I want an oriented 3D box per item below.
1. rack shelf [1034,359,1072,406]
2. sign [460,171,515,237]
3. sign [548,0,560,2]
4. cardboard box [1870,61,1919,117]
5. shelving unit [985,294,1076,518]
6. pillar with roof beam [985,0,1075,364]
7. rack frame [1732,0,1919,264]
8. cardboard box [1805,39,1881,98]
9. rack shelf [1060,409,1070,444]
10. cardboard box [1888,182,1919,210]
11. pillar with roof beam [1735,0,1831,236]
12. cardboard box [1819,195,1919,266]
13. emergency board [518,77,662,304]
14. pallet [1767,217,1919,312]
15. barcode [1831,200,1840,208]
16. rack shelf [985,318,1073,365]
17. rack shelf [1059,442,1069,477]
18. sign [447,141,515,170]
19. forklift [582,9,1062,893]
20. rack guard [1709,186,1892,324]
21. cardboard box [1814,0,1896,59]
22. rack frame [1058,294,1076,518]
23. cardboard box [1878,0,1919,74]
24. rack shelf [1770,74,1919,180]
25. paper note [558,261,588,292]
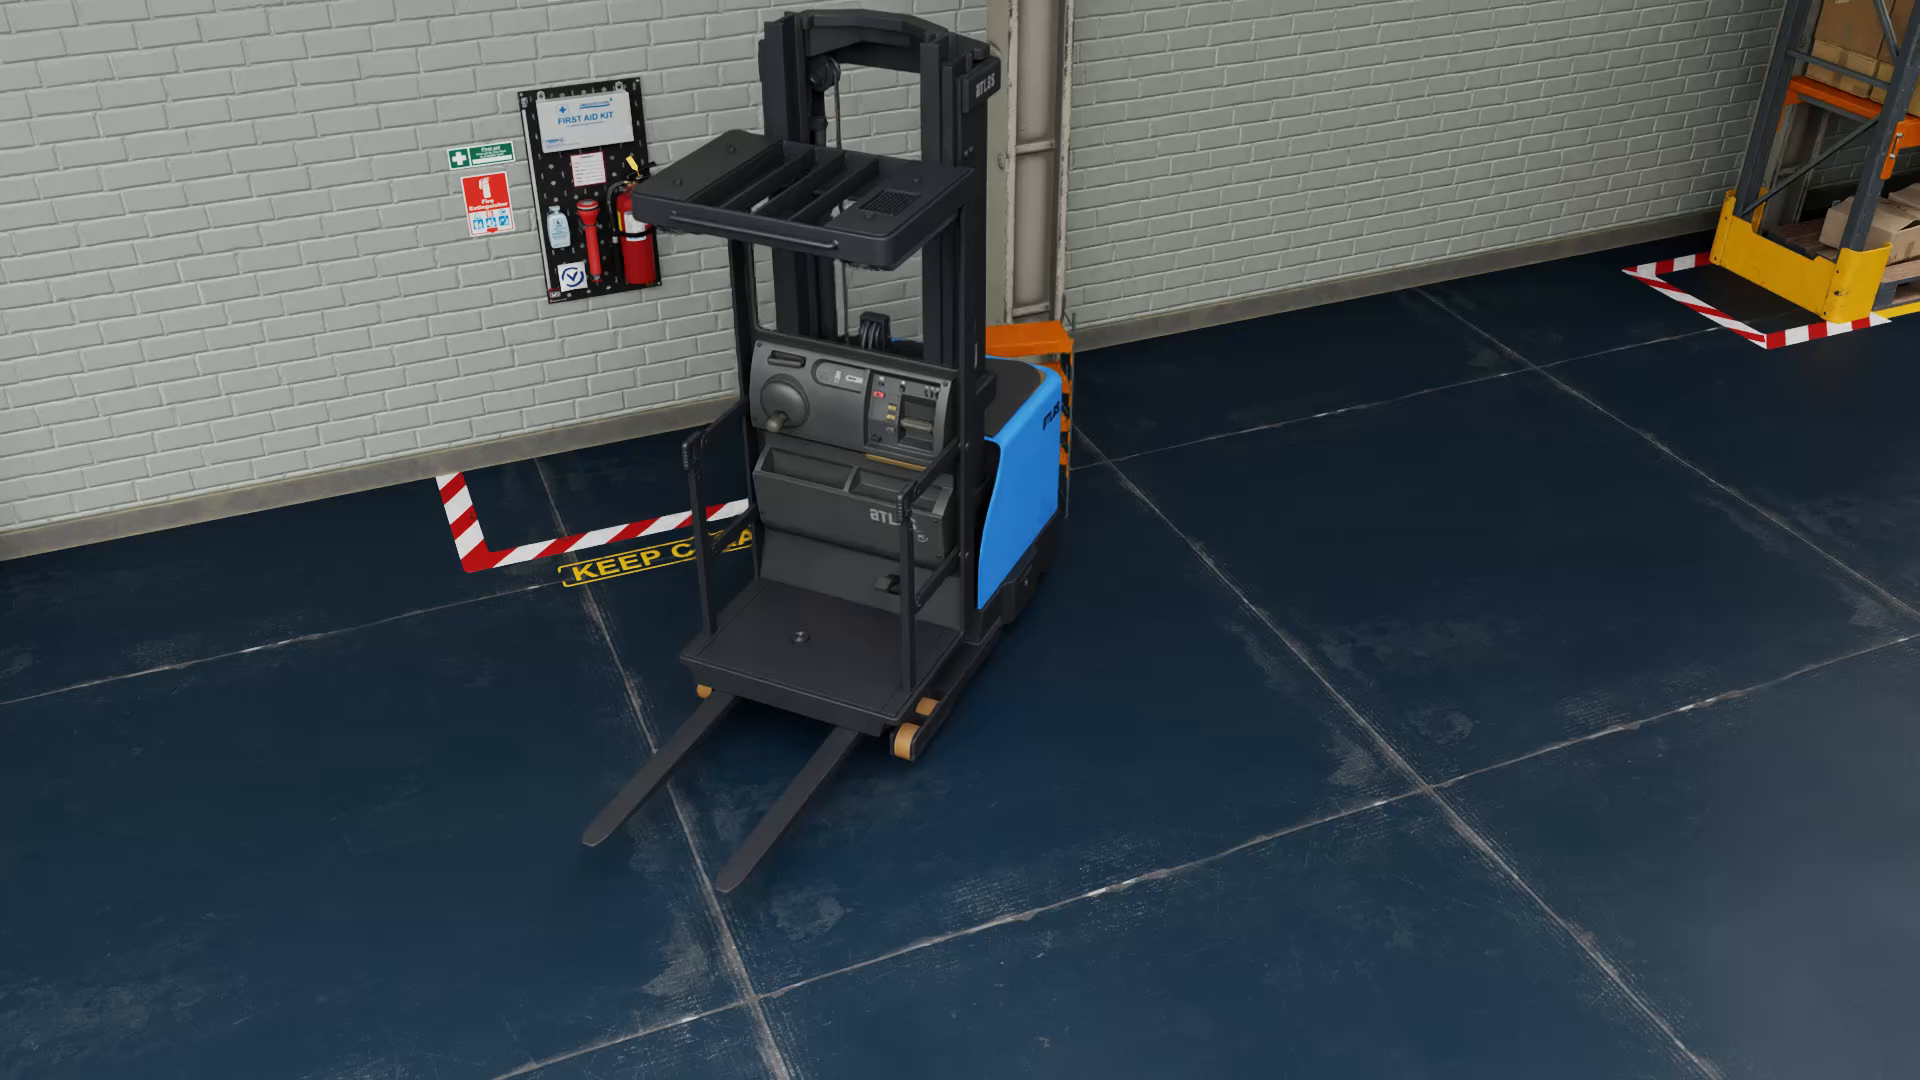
[{"bbox_3d":[0.310,-0.791,8.578,0.480,0.148,0.258,-6,34,-9],"label":"rack shelf"},{"bbox_3d":[-2.455,-1.748,8.653,0.234,0.329,0.001,-13,35,-19],"label":"sign"},{"bbox_3d":[-1.952,-2.818,8.205,0.199,0.298,0.001,-13,35,-19],"label":"sign"},{"bbox_3d":[6.182,-2.873,10.534,0.500,0.250,0.500,-14,36,-20],"label":"cardboard box"},{"bbox_3d":[0.310,-0.659,8.663,0.503,1.200,0.258,-6,34,-9],"label":"shelving unit"},{"bbox_3d":[2.054,-2.650,4.572,0.400,9.000,9.100,-13,35,-19],"label":"pillar with roof beam"},{"bbox_3d":[5.609,-2.984,10.586,0.127,3.000,1.000,-13,35,-19],"label":"rack frame"},{"bbox_3d":[5.965,-3.126,10.923,0.500,0.250,0.500,-12,35,-18],"label":"cardboard box"},{"bbox_3d":[0.310,-0.603,8.700,0.480,0.148,0.258,-6,34,-9],"label":"rack shelf"},{"bbox_3d":[6.808,-2.263,11.539,0.500,0.311,0.500,-10,34,-15],"label":"cardboard box"},{"bbox_3d":[7.586,-3.917,6.519,0.400,9.000,9.100,-13,35,-19],"label":"pillar with roof beam"},{"bbox_3d":[6.282,-2.142,11.354,0.500,0.311,0.500,-17,37,-24],"label":"cardboard box"},{"bbox_3d":[-1.906,-1.798,8.762,0.643,1.169,0.194,-13,35,-19],"label":"emergency board"},{"bbox_3d":[6.442,-1.985,11.608,1.213,0.211,1.003,-13,35,-19],"label":"pallet"},{"bbox_3d":[6.144,-2.351,11.667,0.075,0.075,0.001,-13,35,-19],"label":"barcode"},{"bbox_3d":[0.310,-0.989,8.449,0.480,0.148,0.258,-6,34,-9],"label":"rack shelf"},{"bbox_3d":[0.310,-0.437,8.808,0.480,0.148,0.258,-6,34,-9],"label":"rack shelf"},{"bbox_3d":[-2.448,-1.966,8.503,0.331,0.109,0.001,-13,35,-19],"label":"sign"},{"bbox_3d":[-0.558,-0.534,6.883,1.130,2.935,3.031,14,36,20],"label":"forklift"},{"bbox_3d":[5.679,-1.953,11.292,0.348,0.500,1.175,-13,35,-19],"label":"rack guard"},{"bbox_3d":[5.962,-3.450,10.734,0.500,0.500,0.500,-13,35,-19],"label":"cardboard box"},{"bbox_3d":[0.549,-0.685,8.703,0.015,1.200,0.240,-6,34,-9],"label":"rack frame"},{"bbox_3d":[6.166,-3.194,10.340,0.500,0.500,0.500,-13,35,-19],"label":"cardboard box"},{"bbox_3d":[7.453,-3.105,11.431,4.000,0.370,1.077,-13,35,-19],"label":"rack shelf"},{"bbox_3d":[-2.096,-1.426,8.999,0.142,0.148,0.016,-13,35,-19],"label":"paper note"}]
